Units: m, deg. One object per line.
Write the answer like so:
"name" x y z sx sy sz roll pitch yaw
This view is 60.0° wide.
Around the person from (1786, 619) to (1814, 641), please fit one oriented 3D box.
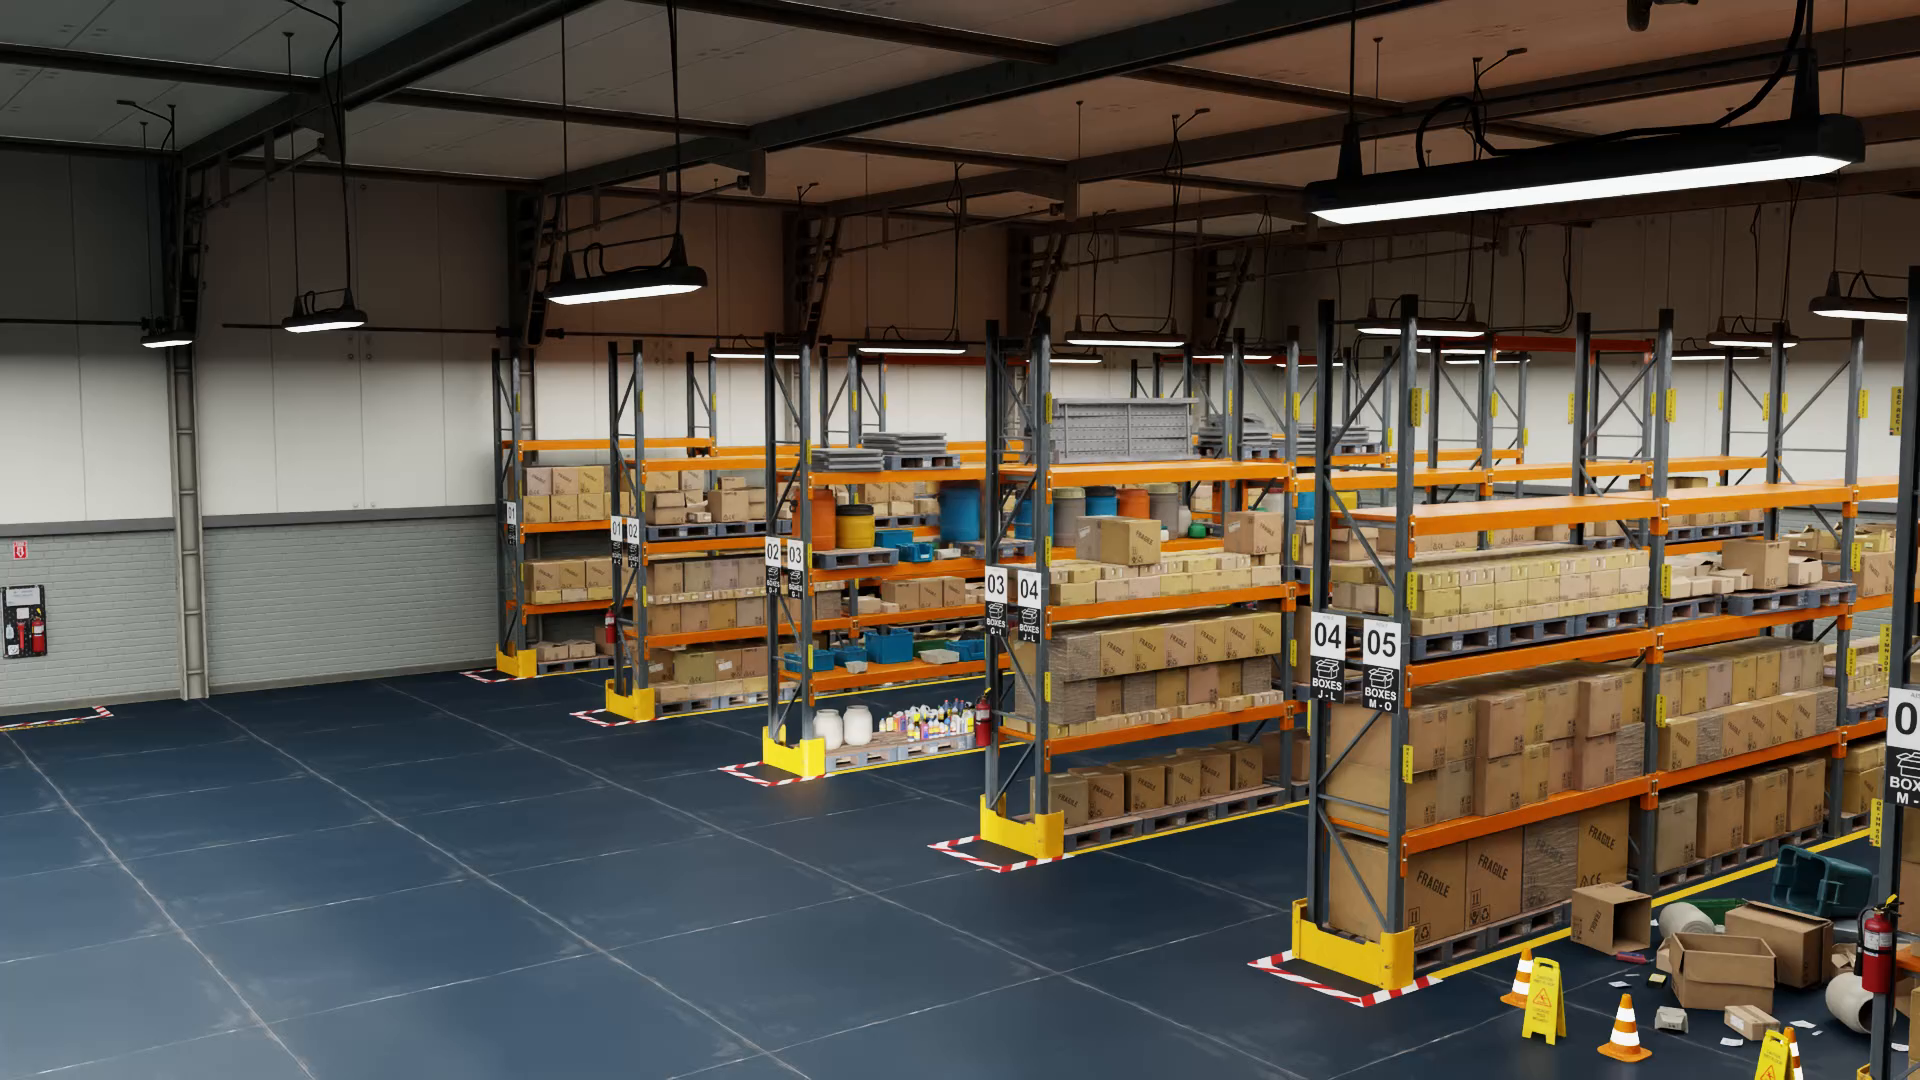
"person" 14.522 1.765 28.841 0.576 1.716 0.619 -2 5 -20
